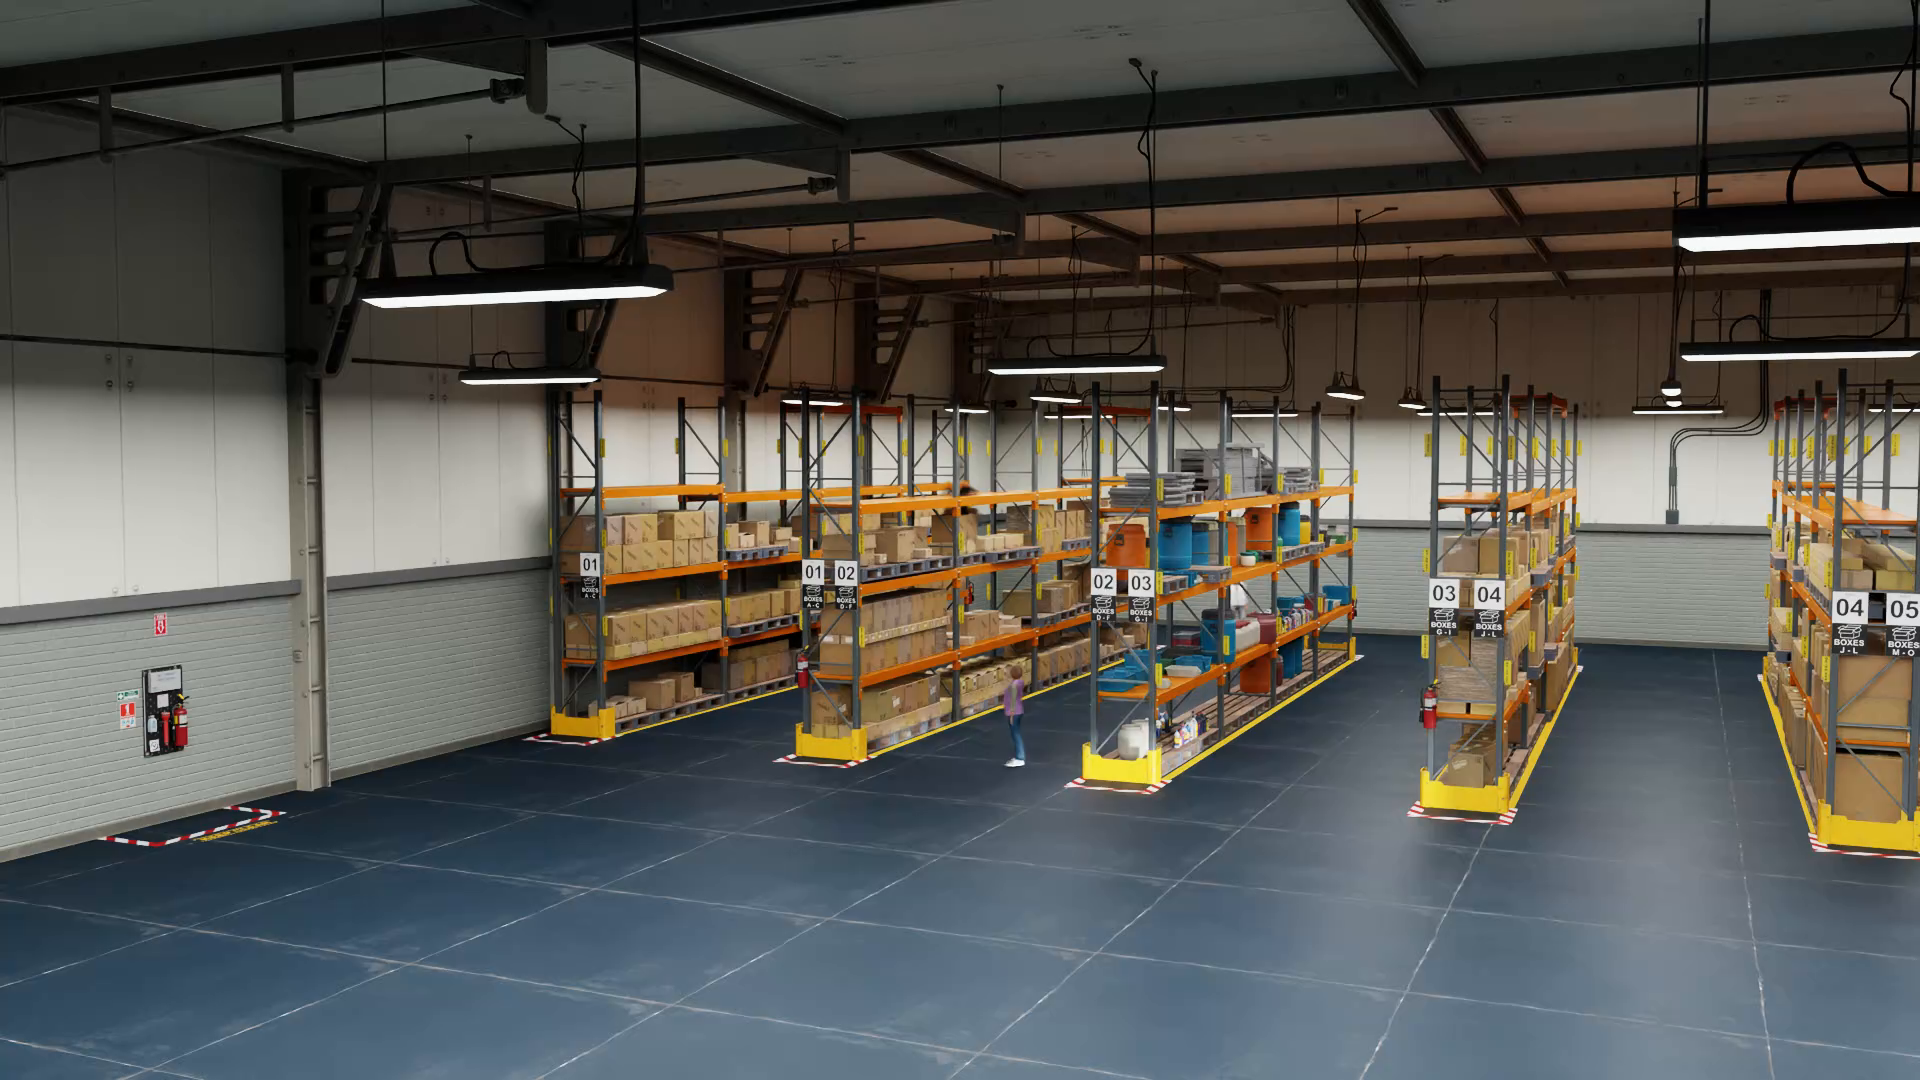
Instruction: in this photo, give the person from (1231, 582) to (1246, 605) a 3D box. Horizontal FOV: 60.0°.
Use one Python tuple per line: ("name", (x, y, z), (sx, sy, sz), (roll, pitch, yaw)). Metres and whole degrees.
("person", (7.297, 1.399, 43.662), (0.449, 0.603, 0.376), (0, 3, 3))
